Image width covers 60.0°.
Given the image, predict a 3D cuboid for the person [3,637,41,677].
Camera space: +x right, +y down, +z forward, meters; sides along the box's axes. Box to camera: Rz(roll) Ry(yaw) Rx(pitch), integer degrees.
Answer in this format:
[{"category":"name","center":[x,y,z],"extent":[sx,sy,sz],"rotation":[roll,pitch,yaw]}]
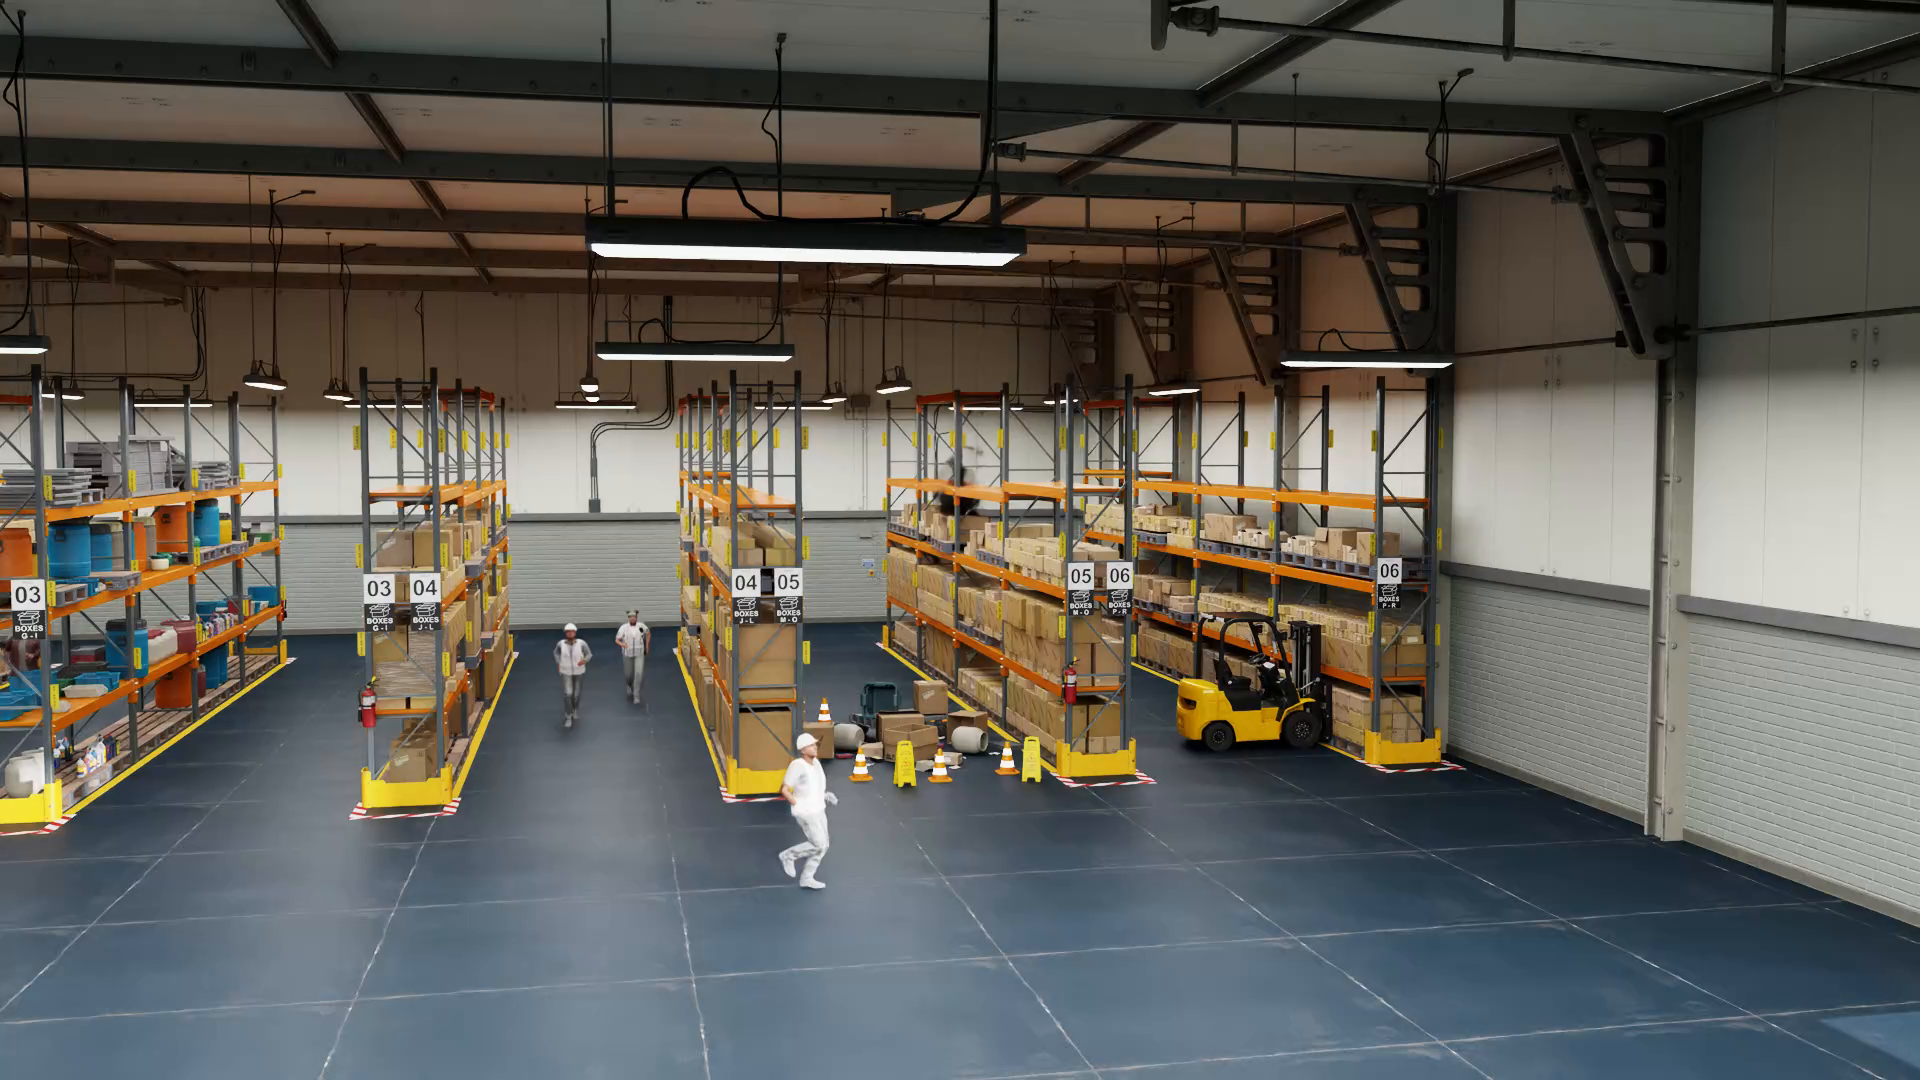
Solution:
[{"category":"person","center":[-16.679,2.343,29.657],"extent":[0.715,1.754,1.021],"rotation":[-1,4,-21]}]

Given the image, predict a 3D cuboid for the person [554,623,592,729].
[{"category":"person","center":[-6.826,2.363,29.355],"extent":[0.656,1.809,0.837],"rotation":[-1,4,-16]}]

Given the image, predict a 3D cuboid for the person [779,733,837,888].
[{"category":"person","center":[-1.700,3.029,18.606],"extent":[0.599,1.733,0.686],"rotation":[1,4,21]}]

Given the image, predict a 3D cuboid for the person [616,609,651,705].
[{"category":"person","center":[-6.281,2.215,31.996],"extent":[0.674,1.794,0.981],"rotation":[-1,3,-12]}]
